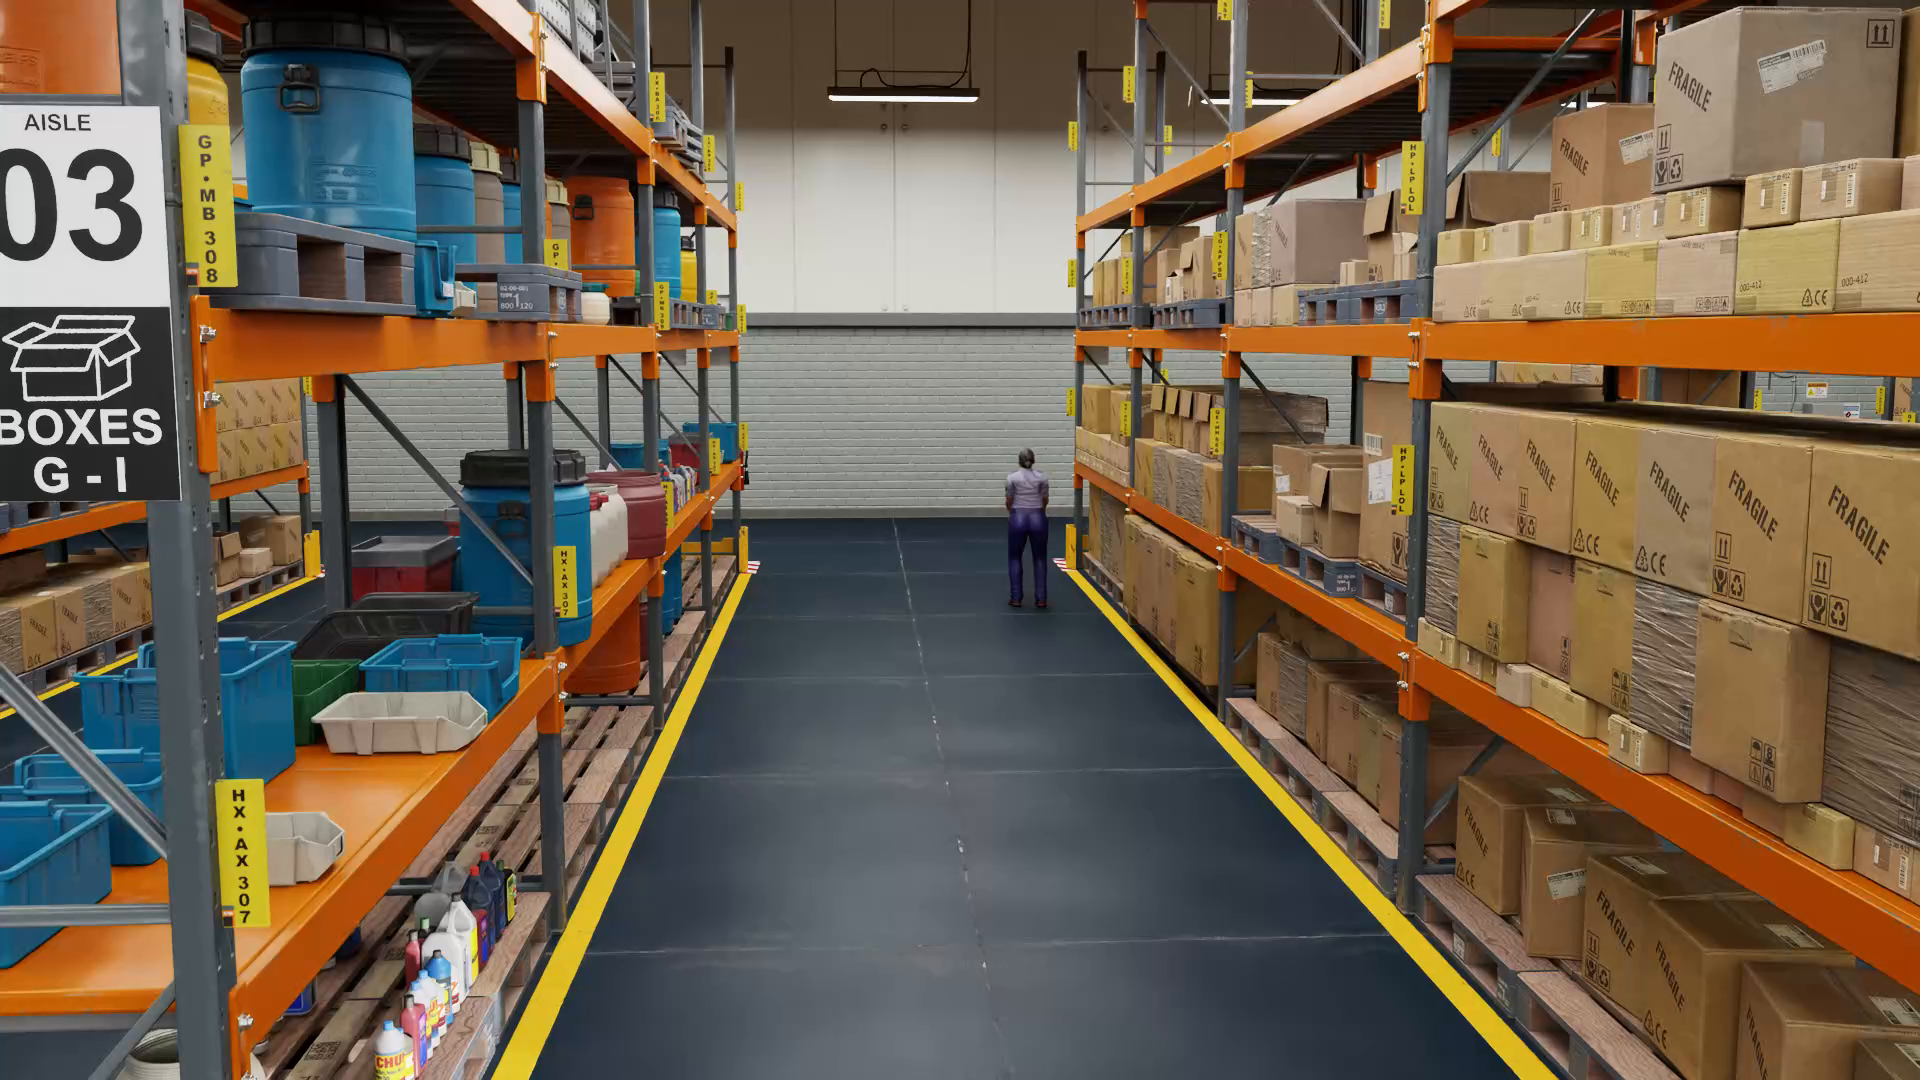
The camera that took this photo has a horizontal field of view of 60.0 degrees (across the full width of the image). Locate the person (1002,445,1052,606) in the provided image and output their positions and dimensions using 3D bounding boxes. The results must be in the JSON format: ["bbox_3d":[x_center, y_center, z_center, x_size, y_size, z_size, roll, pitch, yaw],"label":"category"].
[{"bbox_3d":[0.686,-0.146,16.967,0.532,1.654,0.421,-1,7,-5],"label":"person"}]
